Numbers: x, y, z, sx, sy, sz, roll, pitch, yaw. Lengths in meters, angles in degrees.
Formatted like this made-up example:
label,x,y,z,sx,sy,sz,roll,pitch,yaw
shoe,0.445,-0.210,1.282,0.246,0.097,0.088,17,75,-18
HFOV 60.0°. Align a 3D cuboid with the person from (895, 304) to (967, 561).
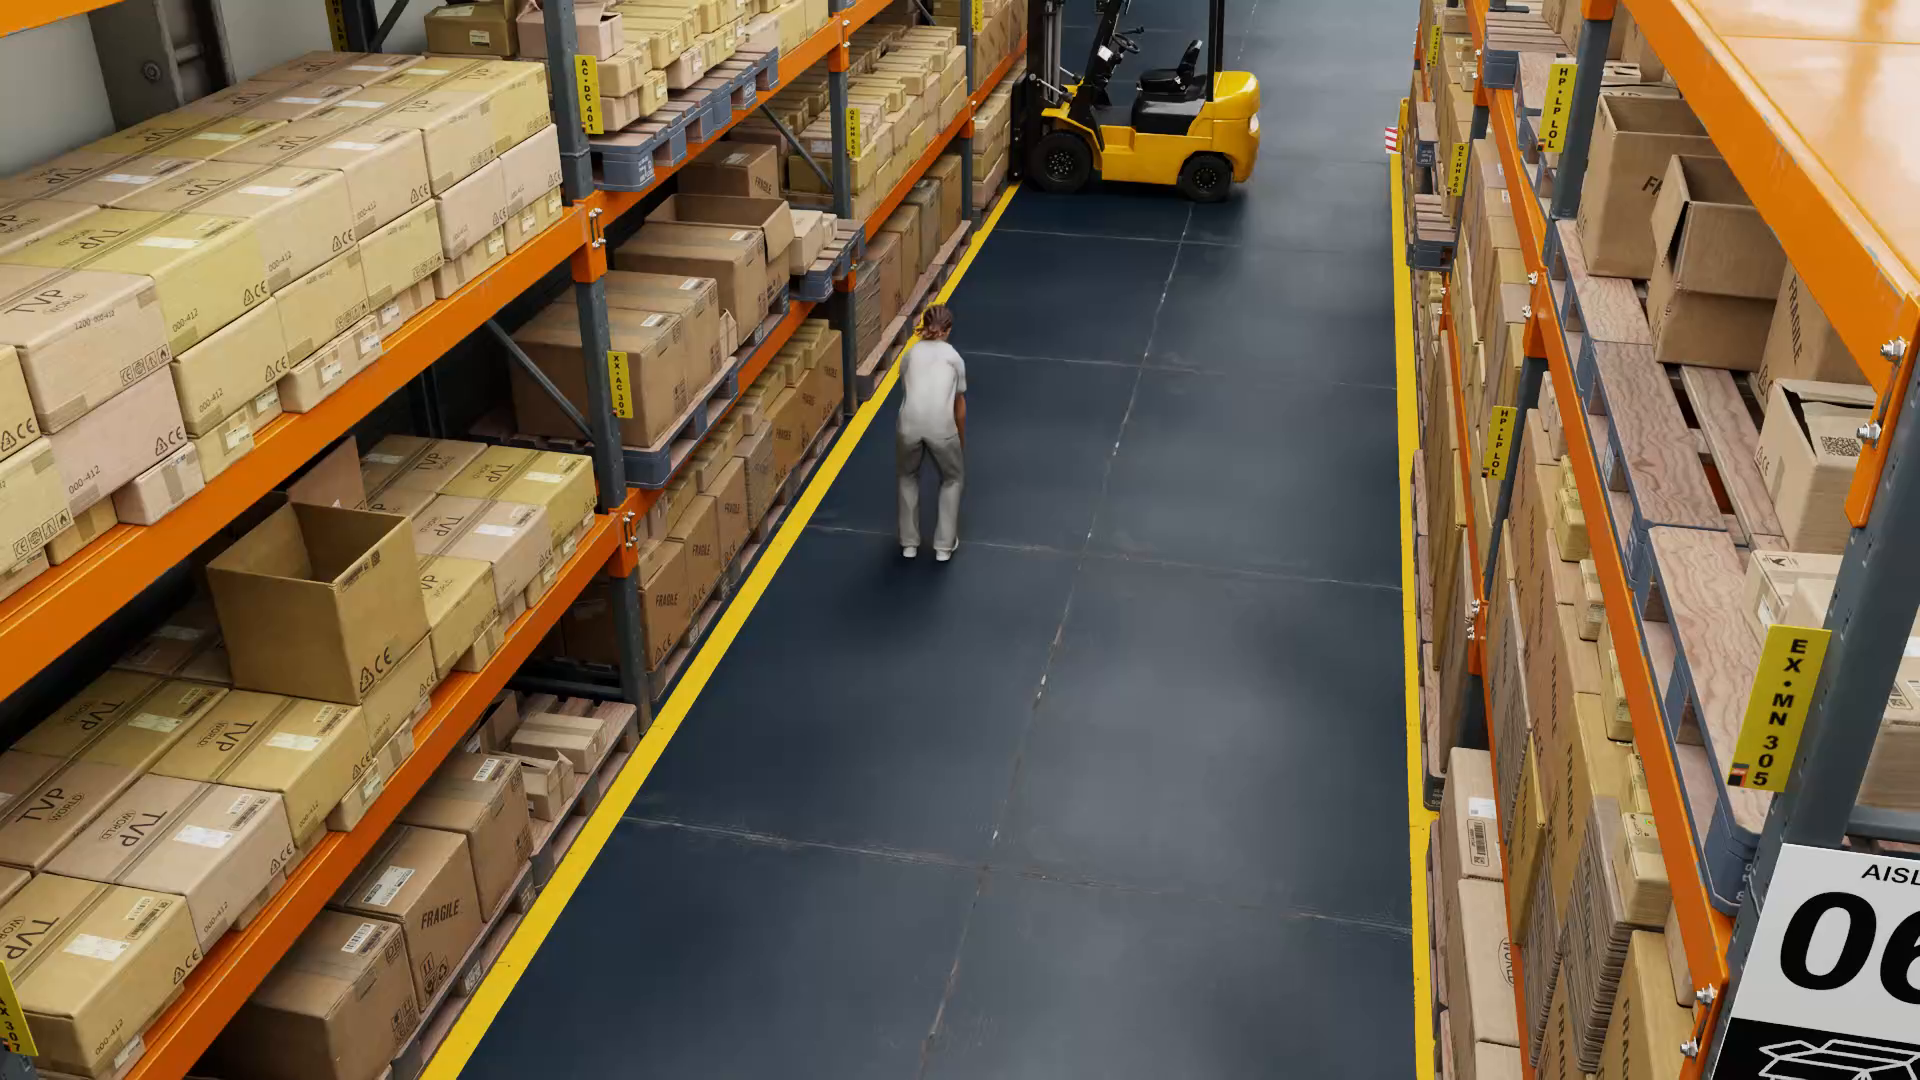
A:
label,x,y,z,sx,sy,sz,roll,pitch,yaw
person,-0.166,-0.647,10.029,0.415,1.446,0.723,5,29,8
